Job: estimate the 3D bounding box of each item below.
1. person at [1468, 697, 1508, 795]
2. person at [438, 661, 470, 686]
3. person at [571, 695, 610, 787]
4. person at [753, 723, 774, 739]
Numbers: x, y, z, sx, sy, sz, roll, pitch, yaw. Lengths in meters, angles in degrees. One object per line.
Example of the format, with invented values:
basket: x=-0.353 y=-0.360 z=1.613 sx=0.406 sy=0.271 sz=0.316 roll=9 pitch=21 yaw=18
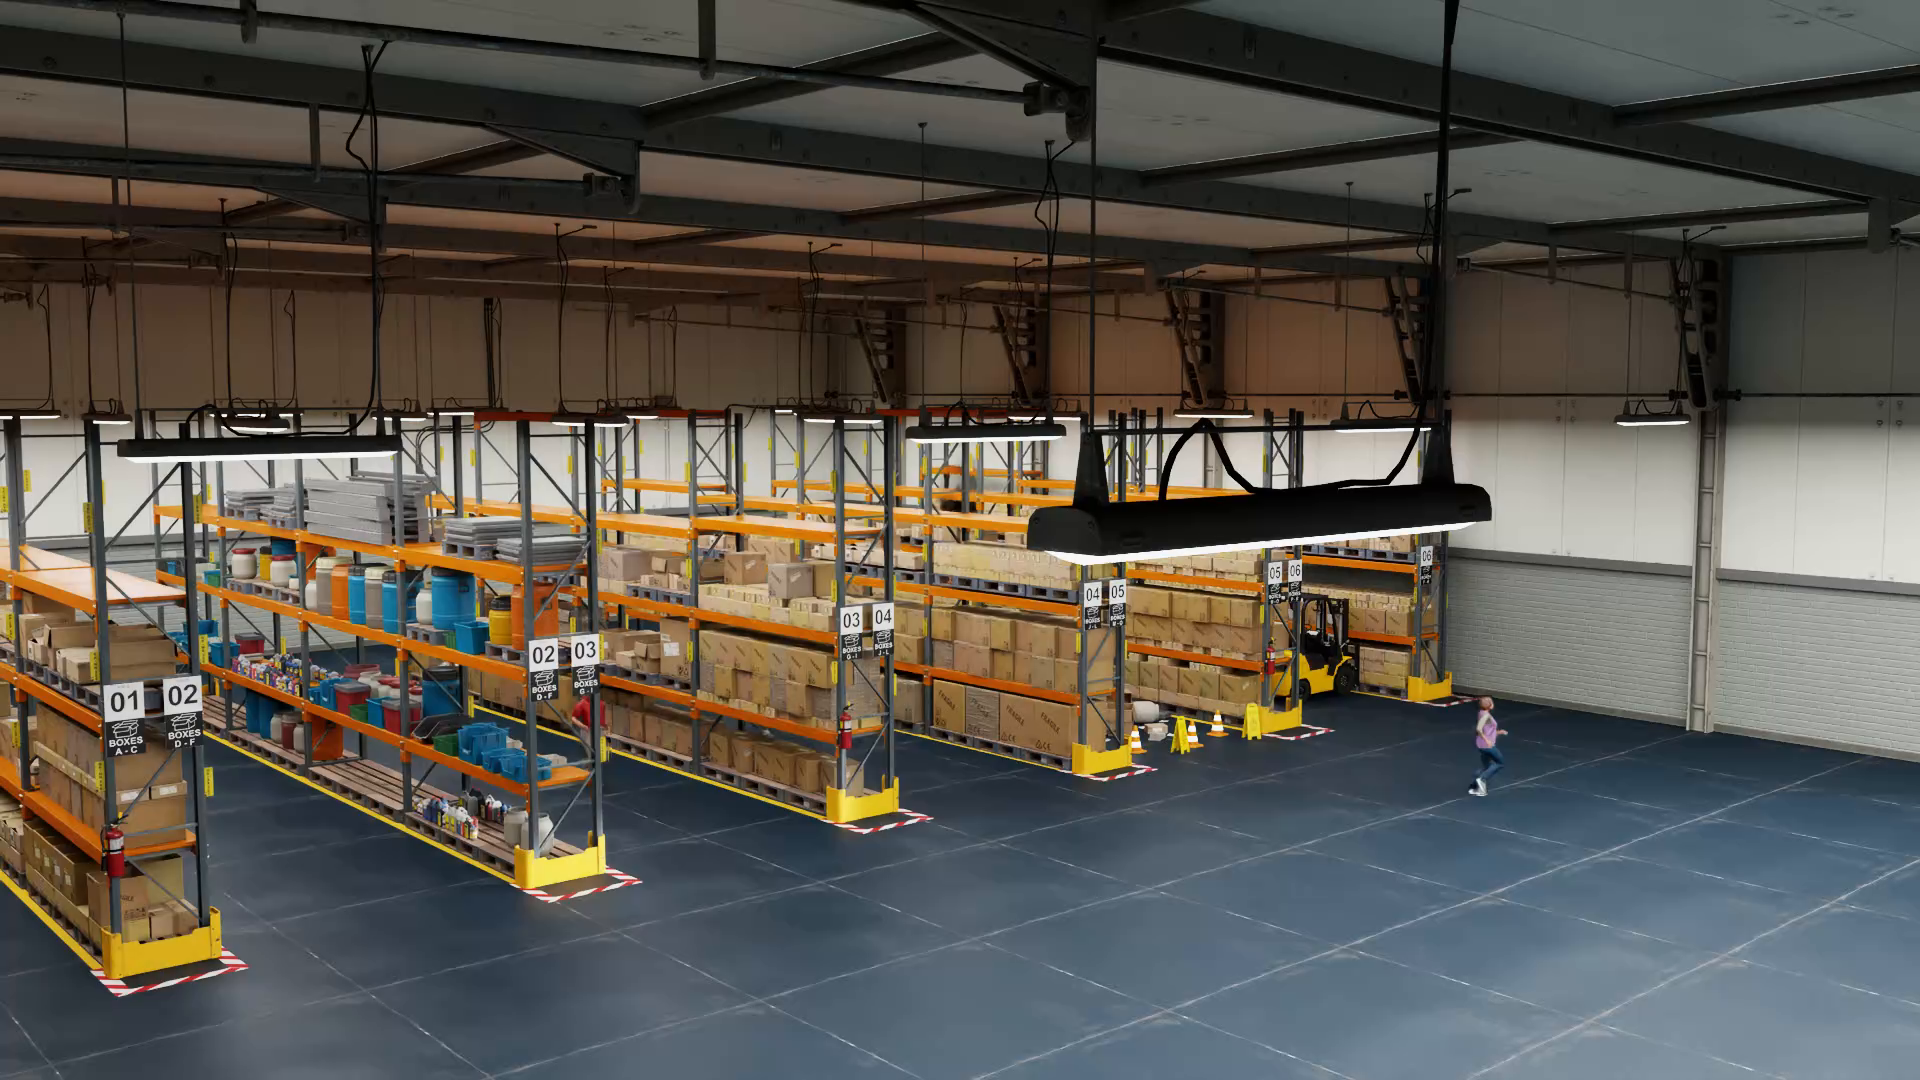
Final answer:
person: x=8.317 y=3.242 z=26.156 sx=0.596 sy=1.562 sz=0.504 roll=0 pitch=5 yaw=0
person: x=-9.137 y=2.831 z=29.986 sx=0.821 sy=1.811 sz=0.629 roll=4 pitch=6 yaw=39
person: x=-5.950 y=3.136 z=26.843 sx=0.629 sy=1.670 sz=0.661 roll=4 pitch=7 yaw=40
person: x=-3.672 y=2.766 z=30.661 sx=0.725 sy=1.747 sz=0.697 roll=5 pitch=7 yaw=43
